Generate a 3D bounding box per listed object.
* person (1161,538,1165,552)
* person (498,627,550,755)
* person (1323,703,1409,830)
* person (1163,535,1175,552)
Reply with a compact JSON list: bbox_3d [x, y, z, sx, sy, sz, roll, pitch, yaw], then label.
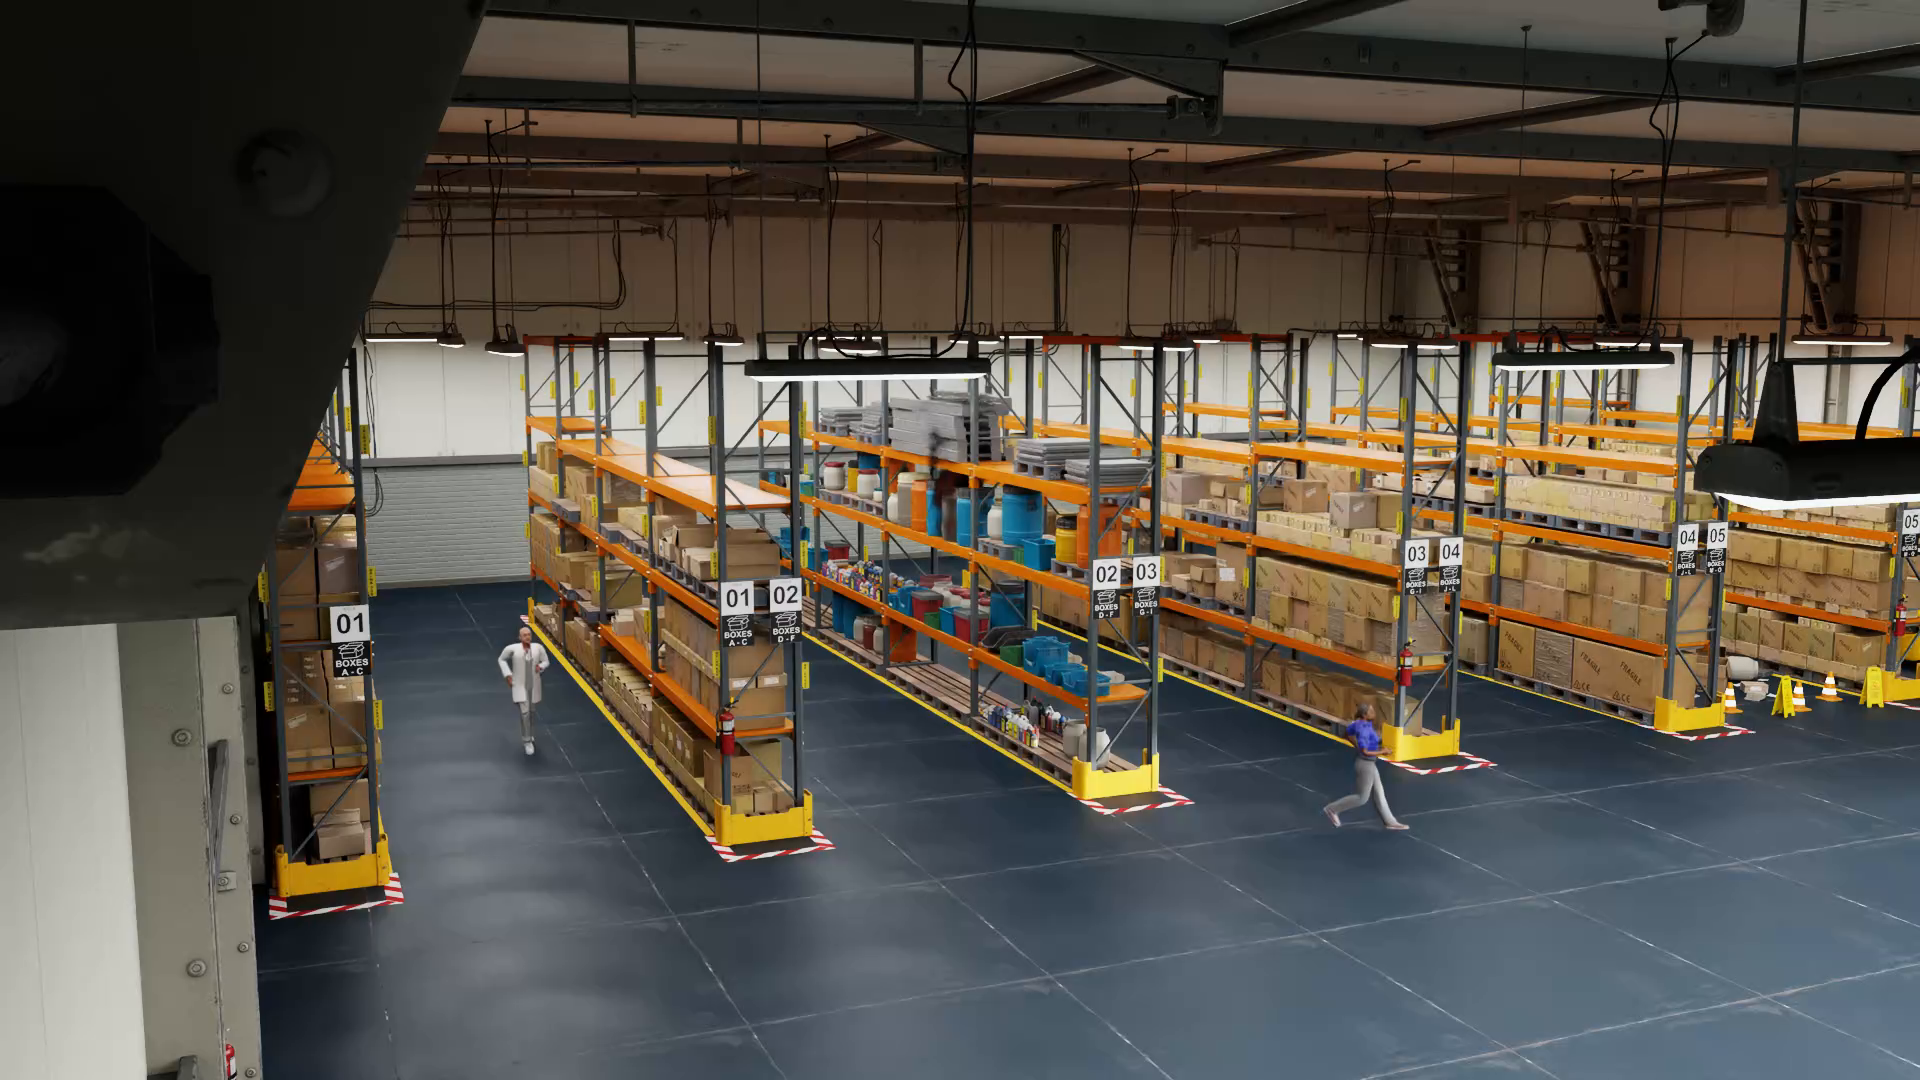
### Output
[{"bbox_3d":[4.386,0.484,37.955,0.584,1.659,0.862,-2,8,-15],"label":"person"},{"bbox_3d":[-6.396,2.155,24.540,0.697,1.764,0.881,-5,9,-31],"label":"person"},{"bbox_3d":[5.013,2.782,20.440,1.044,1.599,0.594,2,8,11],"label":"person"},{"bbox_3d":[5.248,-0.049,41.989,1.180,1.553,0.752,3,8,24],"label":"person"}]
